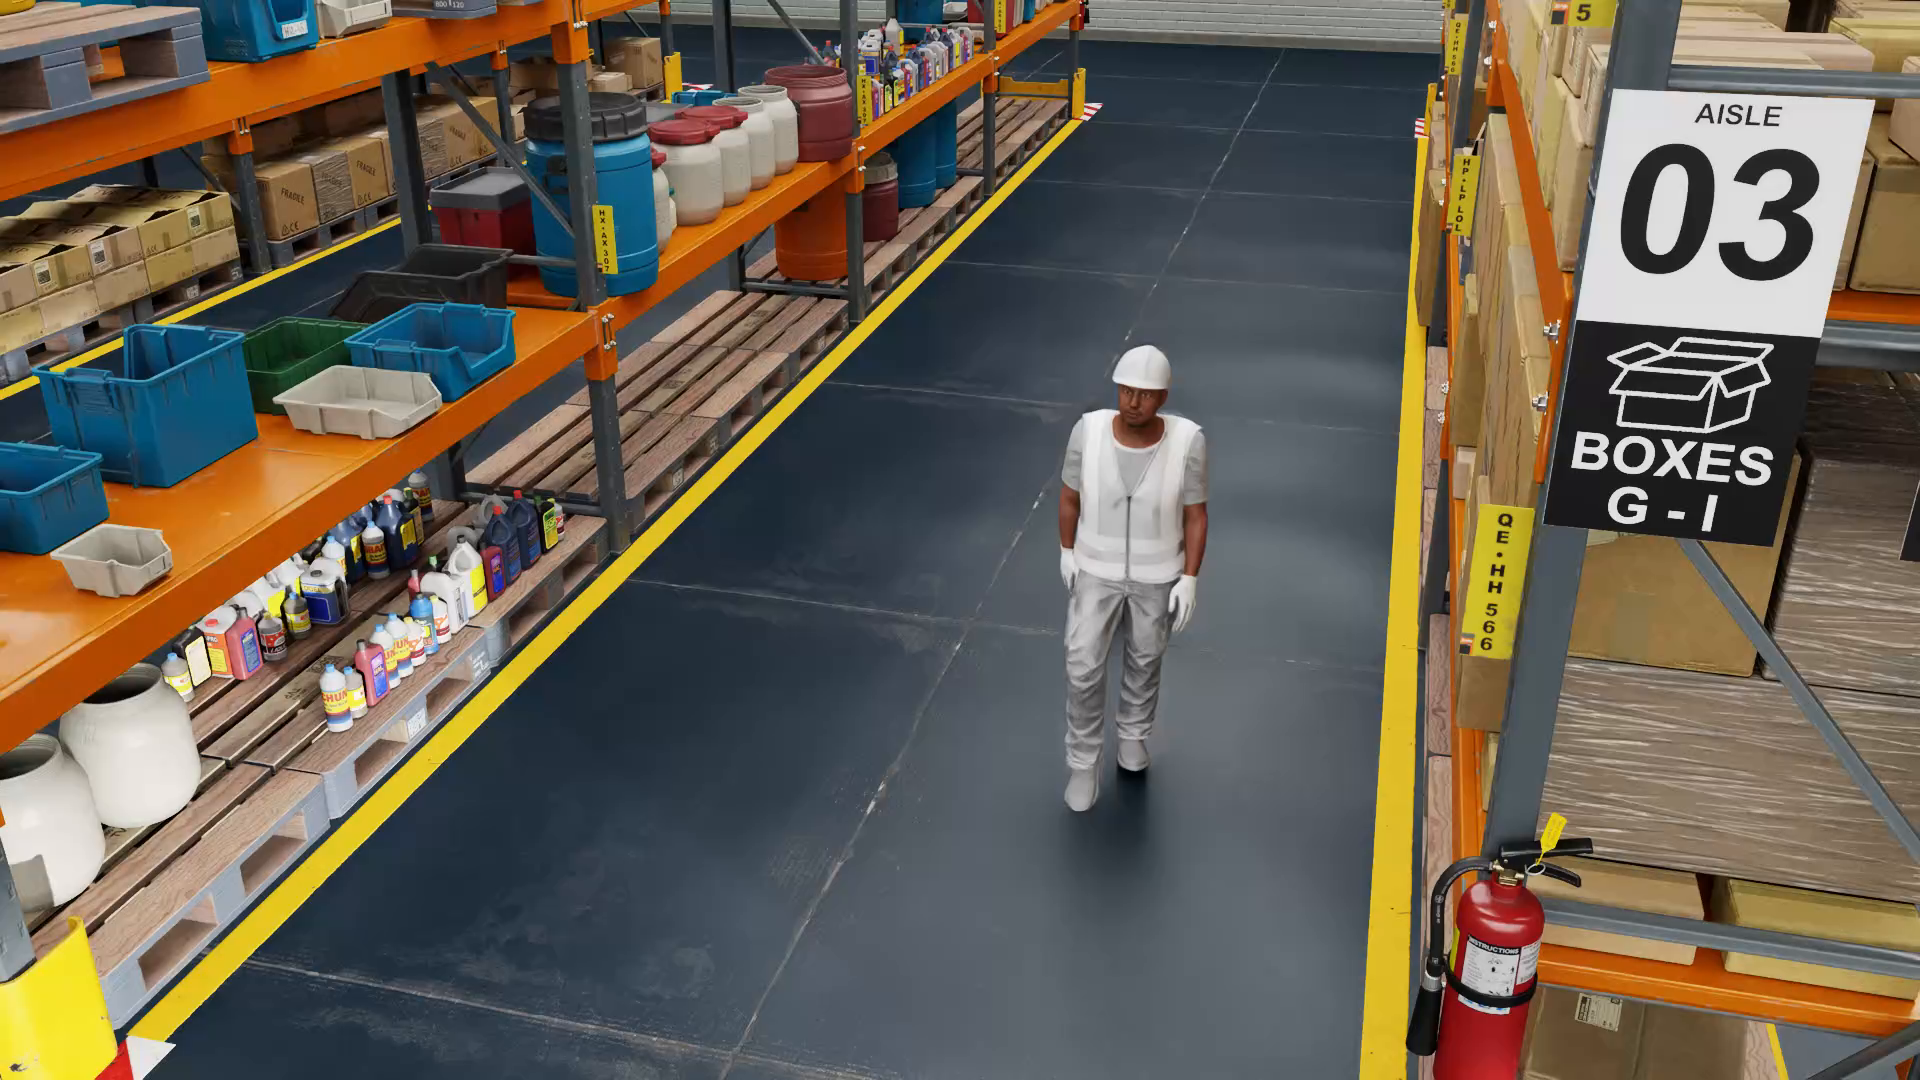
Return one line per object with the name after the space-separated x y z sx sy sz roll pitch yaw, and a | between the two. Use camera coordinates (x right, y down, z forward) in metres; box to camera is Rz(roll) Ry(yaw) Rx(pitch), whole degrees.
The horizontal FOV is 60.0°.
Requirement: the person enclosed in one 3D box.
0.639 0.151 6.278 0.564 1.842 0.526 3 25 7 | person
